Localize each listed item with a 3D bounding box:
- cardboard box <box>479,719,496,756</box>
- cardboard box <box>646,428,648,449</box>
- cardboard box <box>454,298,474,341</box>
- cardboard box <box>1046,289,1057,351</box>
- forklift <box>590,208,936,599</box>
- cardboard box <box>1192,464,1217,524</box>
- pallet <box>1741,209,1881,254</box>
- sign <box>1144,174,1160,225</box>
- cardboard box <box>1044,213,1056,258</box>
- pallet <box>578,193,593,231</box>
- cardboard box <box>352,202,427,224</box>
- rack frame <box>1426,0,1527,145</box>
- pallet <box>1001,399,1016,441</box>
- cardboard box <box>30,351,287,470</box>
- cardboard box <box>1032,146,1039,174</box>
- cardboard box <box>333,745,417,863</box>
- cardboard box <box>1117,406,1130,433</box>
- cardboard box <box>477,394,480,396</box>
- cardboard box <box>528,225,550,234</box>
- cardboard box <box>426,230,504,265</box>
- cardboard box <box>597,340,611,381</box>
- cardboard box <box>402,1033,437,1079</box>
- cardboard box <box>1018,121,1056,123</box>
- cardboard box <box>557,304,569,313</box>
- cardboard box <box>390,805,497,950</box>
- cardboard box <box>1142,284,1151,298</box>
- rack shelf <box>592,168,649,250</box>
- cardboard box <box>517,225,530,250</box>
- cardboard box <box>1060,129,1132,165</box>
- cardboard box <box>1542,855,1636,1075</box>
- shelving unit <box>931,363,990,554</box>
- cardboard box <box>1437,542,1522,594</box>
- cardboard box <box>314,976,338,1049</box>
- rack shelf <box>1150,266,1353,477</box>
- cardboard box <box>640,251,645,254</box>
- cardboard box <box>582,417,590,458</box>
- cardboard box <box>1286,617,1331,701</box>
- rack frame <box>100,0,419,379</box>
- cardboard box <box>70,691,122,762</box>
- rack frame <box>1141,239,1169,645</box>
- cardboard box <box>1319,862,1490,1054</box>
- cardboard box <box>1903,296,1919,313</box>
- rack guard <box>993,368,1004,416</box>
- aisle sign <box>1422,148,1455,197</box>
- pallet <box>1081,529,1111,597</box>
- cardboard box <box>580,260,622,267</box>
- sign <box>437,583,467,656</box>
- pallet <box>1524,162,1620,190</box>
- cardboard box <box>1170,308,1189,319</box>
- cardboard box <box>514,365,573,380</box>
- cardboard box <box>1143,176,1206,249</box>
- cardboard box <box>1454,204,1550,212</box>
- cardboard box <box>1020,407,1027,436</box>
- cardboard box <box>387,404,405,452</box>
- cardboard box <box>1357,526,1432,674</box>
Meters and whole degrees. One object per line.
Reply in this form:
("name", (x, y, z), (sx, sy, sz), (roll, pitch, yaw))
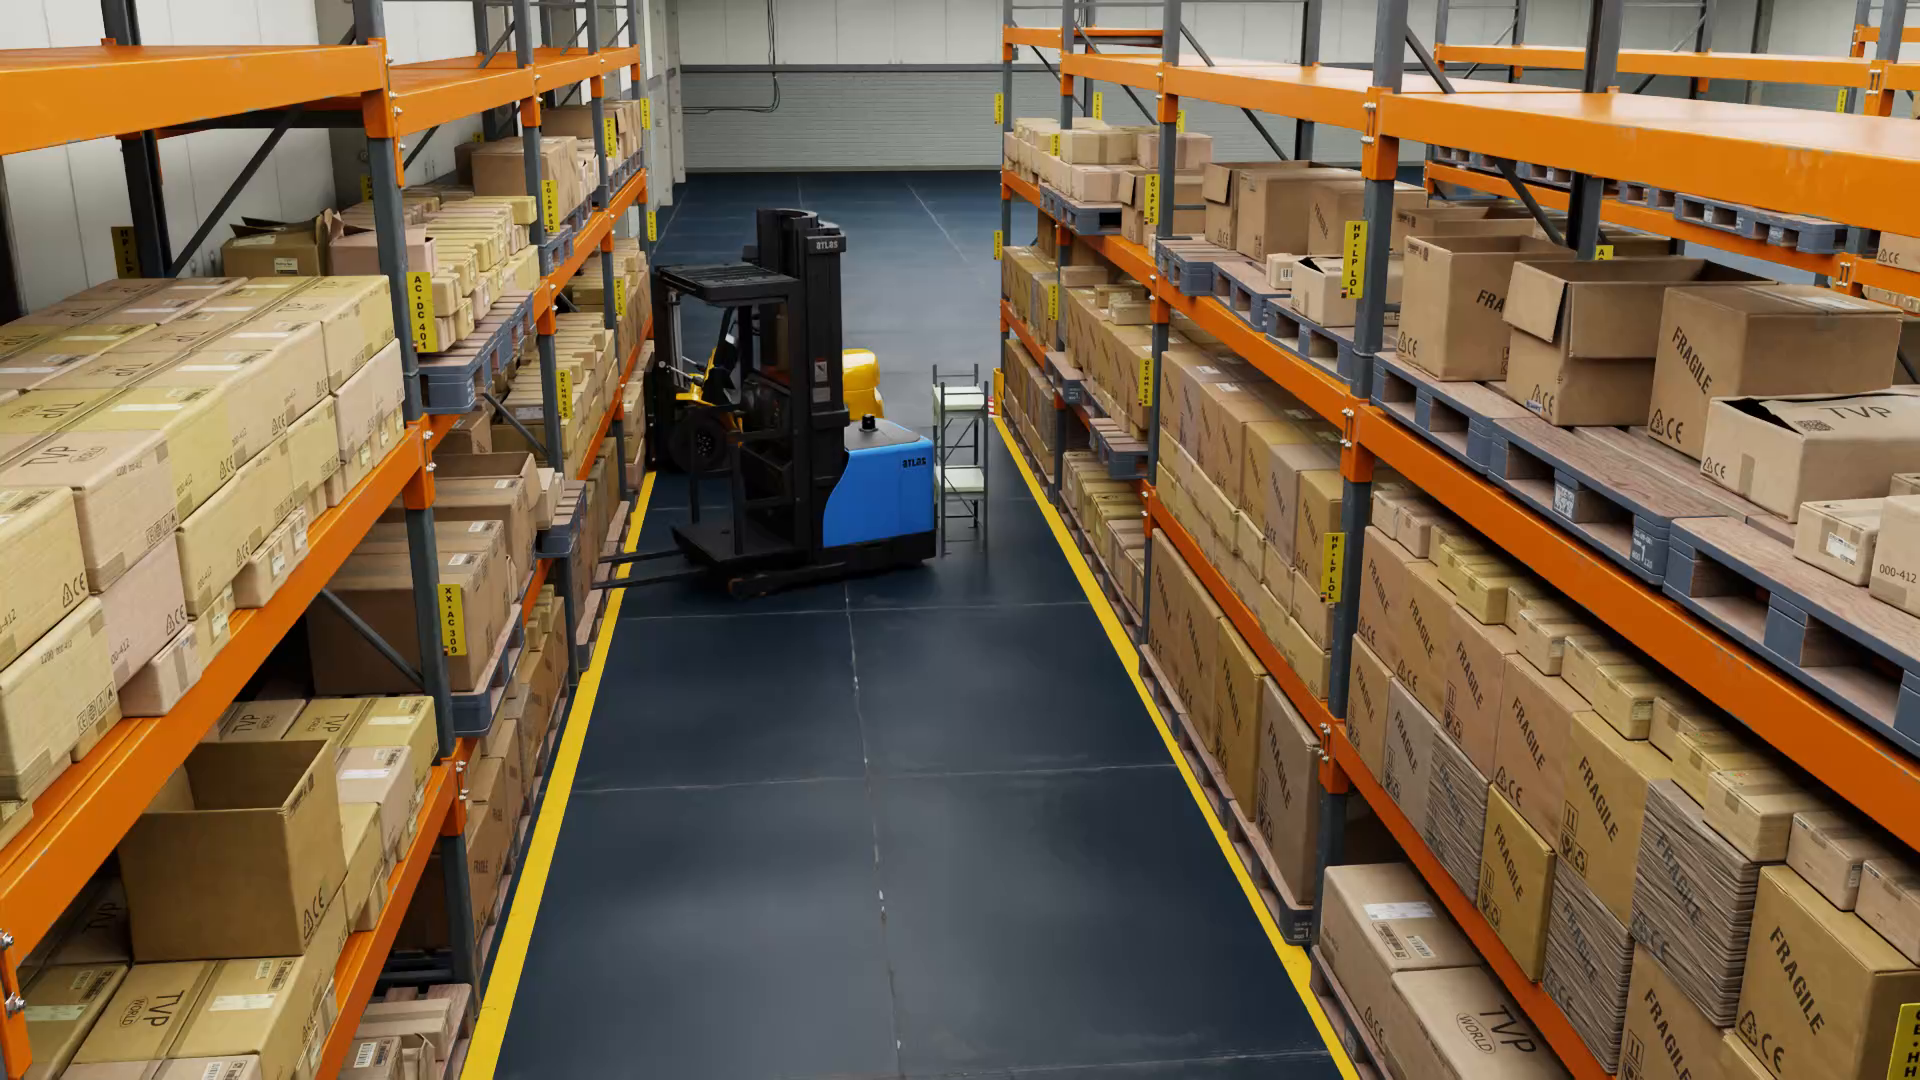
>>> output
("cardboard box", (-2.668, 1.029, 8.781), (0.380, 0.149, 0.250), (-2, 18, -6))
("cardboard box", (-3.436, -1.107, 17.085), (0.500, 0.250, 0.500), (-1, 17, -4))
("cardboard box", (-2.349, -0.964, 7.285), (0.380, 0.149, 0.250), (-2, 17, -5))
("cardboard box", (1.097, -2.078, 15.624), (0.500, 0.500, 0.500), (-2, 18, -7))
("forklift", (-1.746, -1.110, 13.318), (3.031, 2.935, 1.130), (-9, 20, -27))
("cardboard box", (1.701, -0.277, 9.968), (0.500, 0.250, 0.500), (-2, 18, -6))
("pallet", (6.597, -2.286, 12.258), (1.213, 0.211, 1.003), (-1, 17, -3))
("sign", (1.263, -2.233, 10.912), (0.100, 0.325, 0.005), (-2, 18, -6))
("cardboard box", (1.292, -3.325, 17.929), (0.700, 0.500, 0.500), (-2, 18, -5))
("pallet", (-3.443, -2.687, 13.538), (0.805, 0.209, 1.217), (-2, 18, -8))
("cardboard box", (-3.374, -1.914, 9.847), (0.380, 0.149, 0.250), (-2, 18, -5))
("rack frame", (5.891, -6.001, 18.767), (1.000, 3.000, 0.127), (-2, 18, -6))
("pallet", (1.034, -1.359, 18.654), (1.003, 0.211, 1.213), (-2, 18, -6))
("cardboard box", (-2.267, -0.367, 4.749), (0.500, 0.250, 0.500), (-1, 17, -4))
("cardboard box", (0.985, -3.691, 16.172), (0.500, 0.250, 0.500), (-2, 18, -7))
("cardboard box", (-2.360, 0.997, 6.247), (0.500, 0.250, 0.500), (-2, 18, -5))
("cardboard box", (1.365, -0.894, 12.235), (0.380, 0.149, 0.250), (-2, 18, -6))
("cardboard box", (-3.507, -0.940, 11.412), (0.380, 0.149, 0.250), (-1, 17, -4))
("cardboard box", (-2.868, -2.098, 10.867), (0.380, 0.166, 0.250), (-2, 18, -6))
("cardboard box", (-2.533, -1.486, 8.451), (0.380, 0.149, 0.250), (-2, 18, -5))
("cardboard box", (-3.182, -1.485, 13.814), (0.500, 0.250, 0.500), (-2, 18, -7))
("cardboard box", (-2.335, 2.142, 6.711), (0.396, 0.266, 0.258), (-1, 17, -4))
("cardboard box", (0.818, -4.384, 17.713), (0.380, 0.149, 0.250), (-2, 18, -6))
("cardboard box", (-3.910, -1.931, 15.652), (0.500, 0.500, 0.500), (-2, 17, -5))
("cardboard box", (-2.548, 1.616, 7.995), (0.500, 0.500, 0.500), (-1, 17, -3))
("cardboard box", (1.746, -2.127, 13.998), (0.380, 0.149, 0.250), (-2, 18, -7))
("rack shelf", (-3.753, -3.293, 16.351), (1.077, 0.370, 4.000), (-2, 18, -6))
("cardboard box", (-2.858, -1.869, 10.199), (0.380, 0.149, 0.250), (-1, 17, -5))
("cardboard box", (1.113, -3.227, 13.656), (0.500, 0.250, 0.500), (-2, 18, -7))
("cardboard box", (2.215, 1.326, 5.280), (0.500, 0.500, 0.500), (-1, 17, -4))
("shelving unit", (-0.001, -0.718, 14.459), (0.431, 1.500, 0.755), (-2, 18, -6))
("cardboard box", (2.065, 0.114, 6.385), (0.380, 0.149, 0.250), (-2, 18, -6))
("cardboard box", (-2.201, 1.516, 5.258), (0.380, 0.149, 0.250), (-1, 17, -4))
("rack shelf", (2.009, -1.064, 9.251), (1.077, 0.370, 4.000), (-2, 18, -6))
("cardboard box", (-3.645, -3.063, 18.177), (0.380, 0.149, 0.250), (-2, 17, -5))
("cardboard box", (-3.044, -0.789, 12.432), (0.500, 0.250, 0.500), (-2, 18, -7))
("cardboard box", (1.918, 0.566, 8.118), (0.500, 0.250, 0.500), (-2, 18, -7))
("rack frame", (-2.722, -2.088, 6.304), (1.000, 3.000, 0.127), (-2, 18, -6))
("cardboard box", (-2.173, 0.398, 3.812), (0.380, 0.149, 0.250), (-2, 18, -5))
("rack frame", (1.803, -0.572, 11.490), (1.000, 3.000, 0.127), (-2, 18, -6))
("cardboard box", (2.173, 1.832, 7.409), (0.875, 0.438, 0.875), (-2, 18, -6))
("cardboard box", (10.685, -2.599, 18.368), (0.380, 0.149, 0.250), (-2, 18, -6))
("rack guard", (0.985, -1.740, 19.385), (1.175, 0.500, 0.348), (-2, 18, -6))
("aisle sign", (5.585, -4.390, 19.314), (0.394, 0.787, 0.004), (-2, 18, -6))
("pallet", (1.601, 0.163, 13.805), (1.003, 0.211, 1.213), (-2, 18, -6))
("cardboard box", (-3.540, -2.667, 16.419), (0.380, 0.149, 0.250), (-2, 18, -5))
("sign", (-2.183, 0.342, 7.133), (0.100, 0.325, 0.005), (-2, 18, -6))
("pallet", (6.229, -3.579, 16.211), (1.003, 0.211, 1.213), (-2, 18, -6))
("cardboard box", (1.820, -1.565, 13.290), (0.500, 0.500, 0.500), (-2, 18, -8))
("cardboard box", (-3.050, -1.185, 12.195), (0.380, 0.149, 0.250), (-2, 17, -5))
("cardboard box", (1.715, -2.333, 11.927), (0.700, 0.500, 0.500), (-2, 18, -6))
("cardboard box", (6.039, -3.452, 18.612), (0.875, 0.550, 0.550), (-2, 18, -6))
("cardboard box", (0.900, -1.280, 17.637), (0.500, 0.250, 0.500), (-1, 17, -2))
("cardboard box", (-2.391, -0.439, 6.479), (0.380, 0.149, 0.250), (-2, 18, -6))
("cardboard box", (2.023, 0.245, 7.054), (0.500, 0.500, 0.500), (-2, 18, -5))
